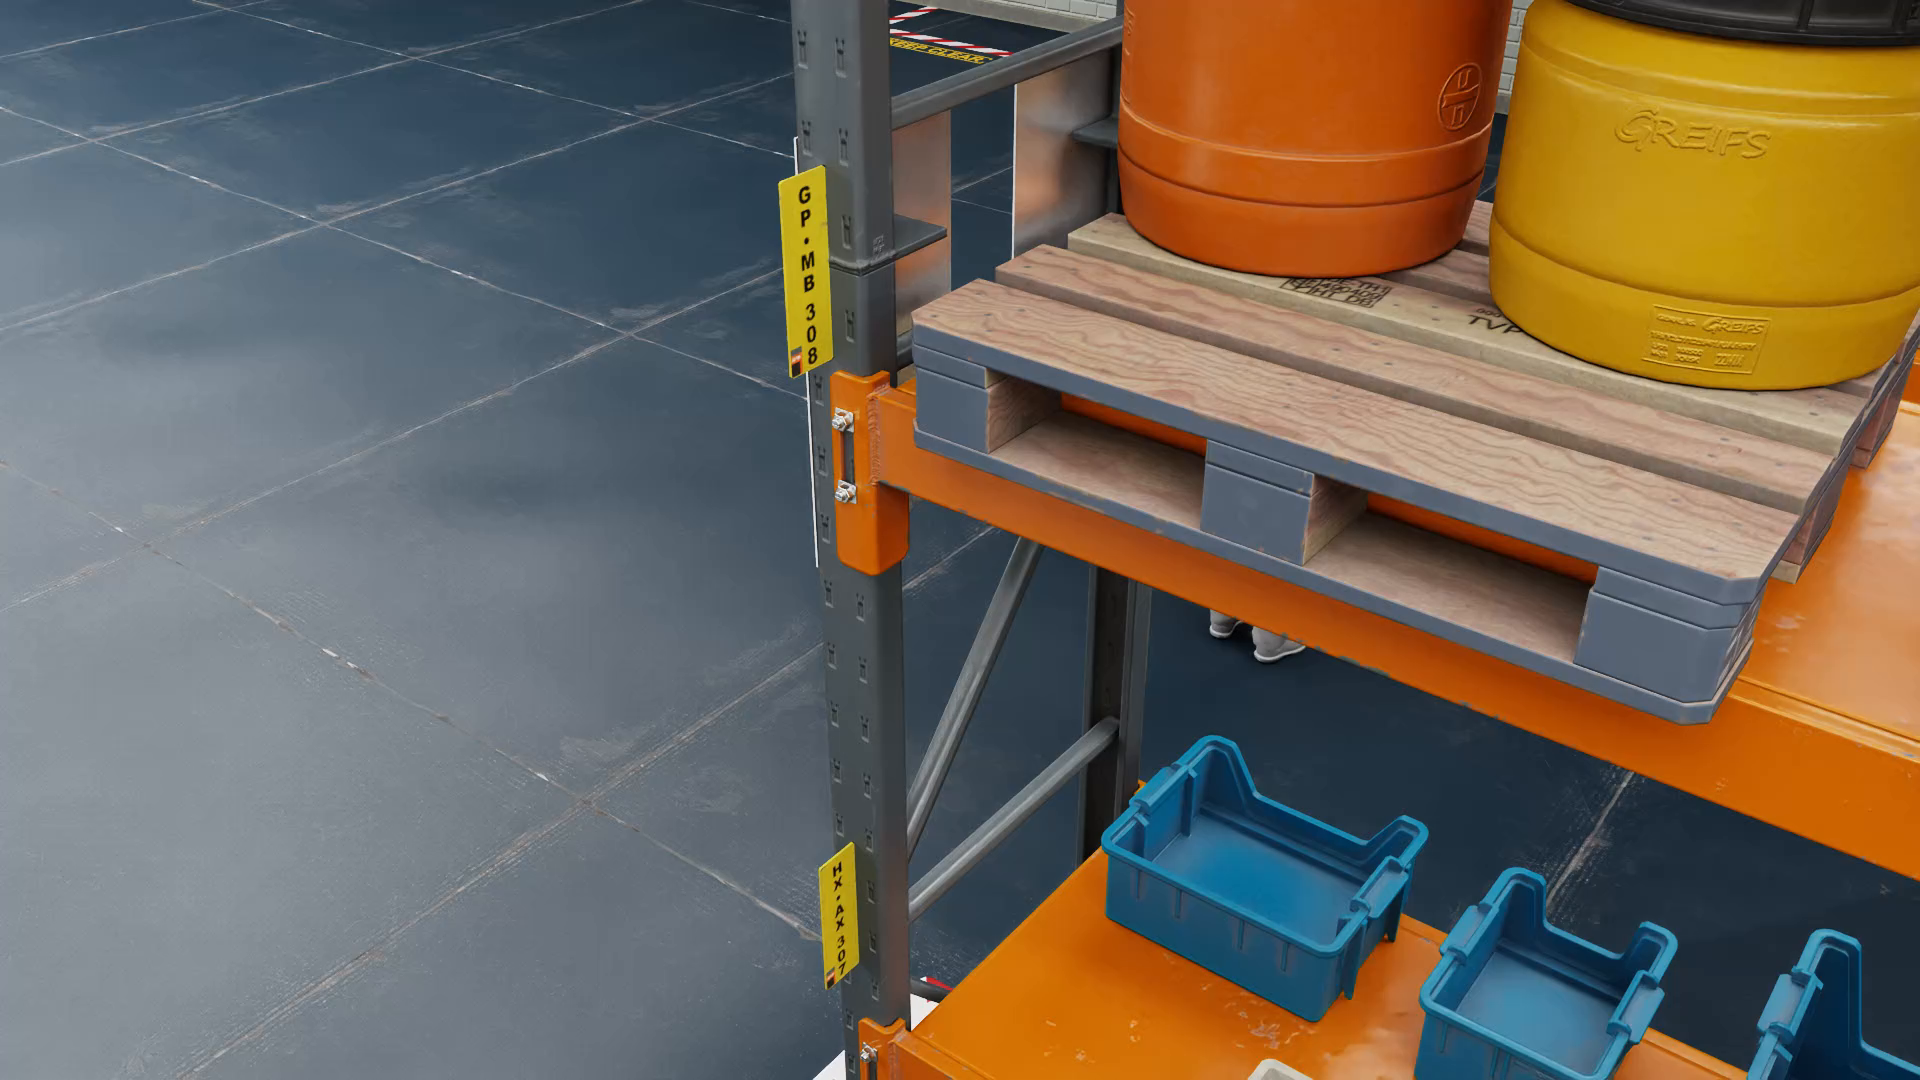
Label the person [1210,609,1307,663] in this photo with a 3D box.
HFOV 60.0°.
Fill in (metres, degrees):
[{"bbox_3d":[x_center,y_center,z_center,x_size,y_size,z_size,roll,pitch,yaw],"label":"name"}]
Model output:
[{"bbox_3d":[1.195,-0.301,6.629,0.532,1.663,0.423,19,36,29],"label":"person"}]
